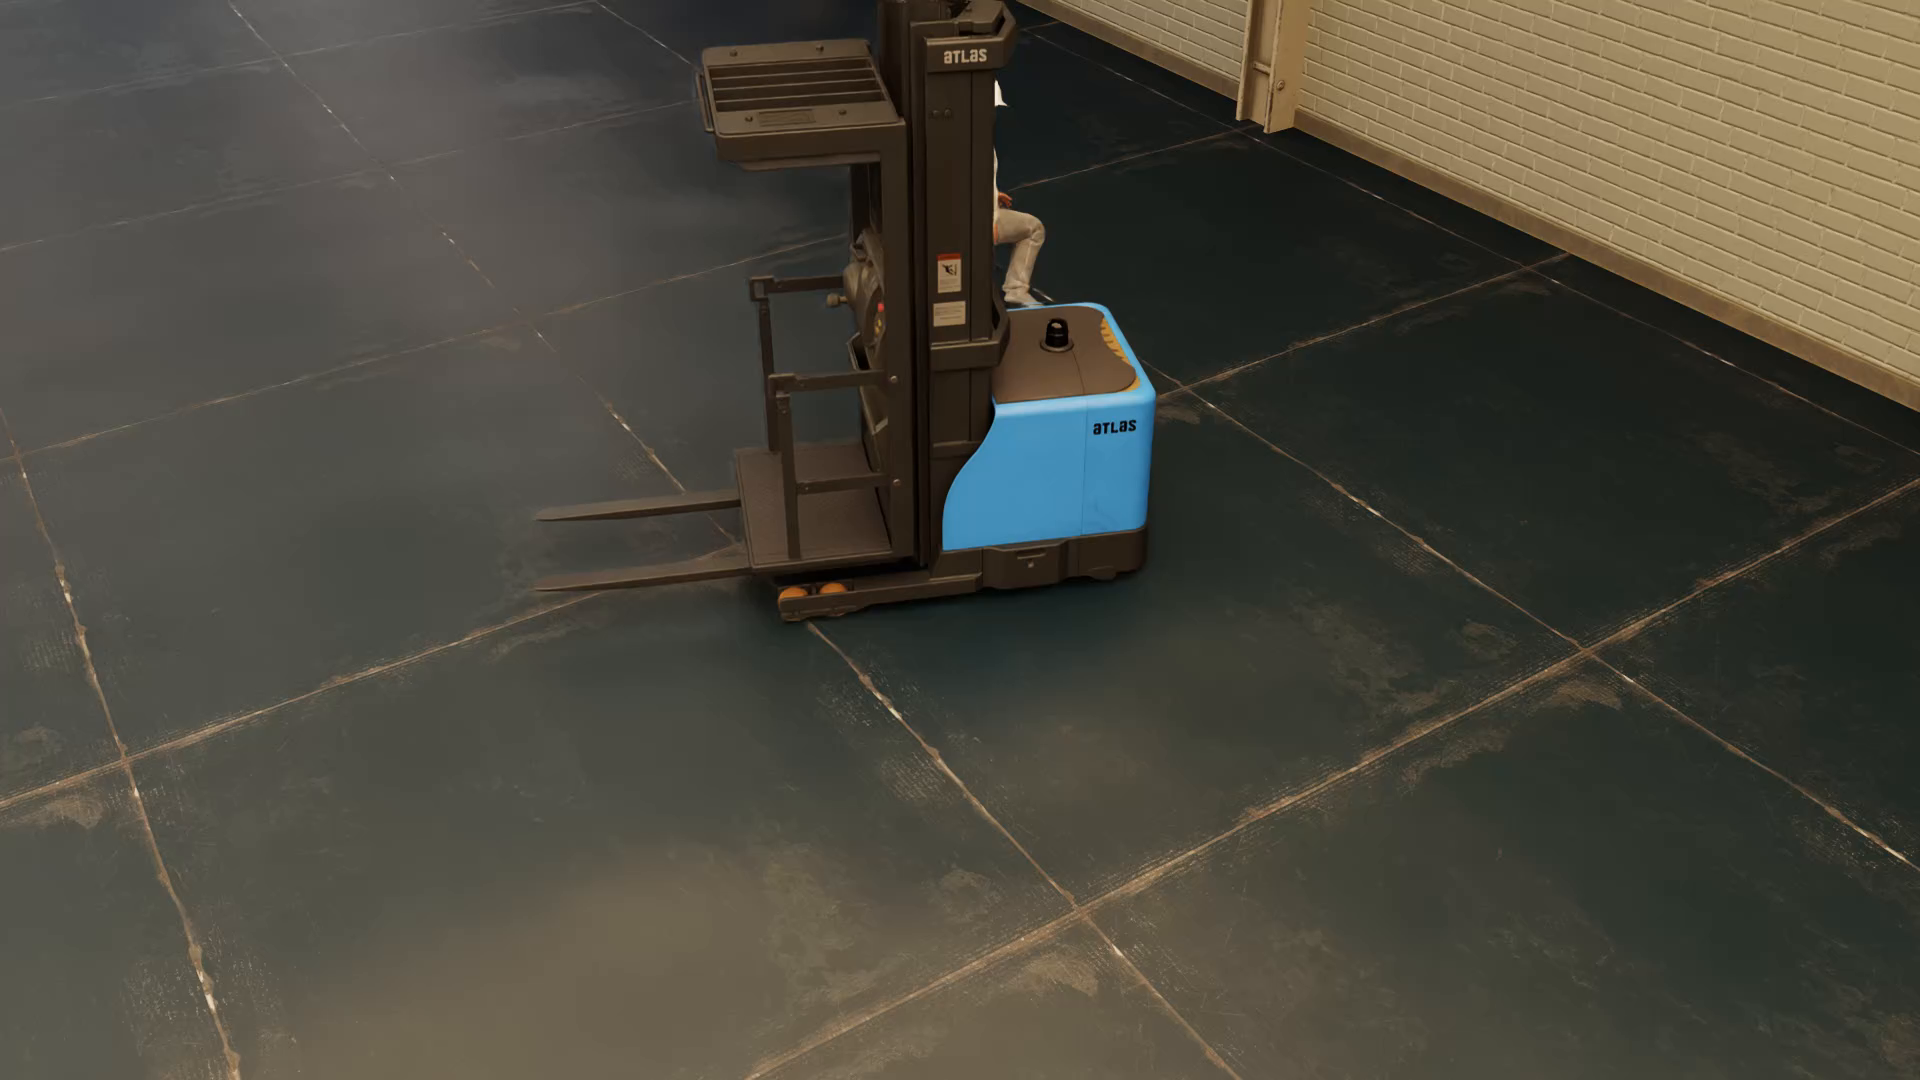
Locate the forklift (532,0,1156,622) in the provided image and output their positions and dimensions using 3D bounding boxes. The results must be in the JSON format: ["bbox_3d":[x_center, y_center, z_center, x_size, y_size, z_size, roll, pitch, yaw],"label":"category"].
[{"bbox_3d":[-0.624,-1.131,7.757,3.031,2.935,1.130,-6,36,-9],"label":"forklift"}]

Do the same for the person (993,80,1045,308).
[{"bbox_3d":[0.176,-2.083,10.362,0.688,1.547,0.772,-21,40,-27],"label":"person"}]
